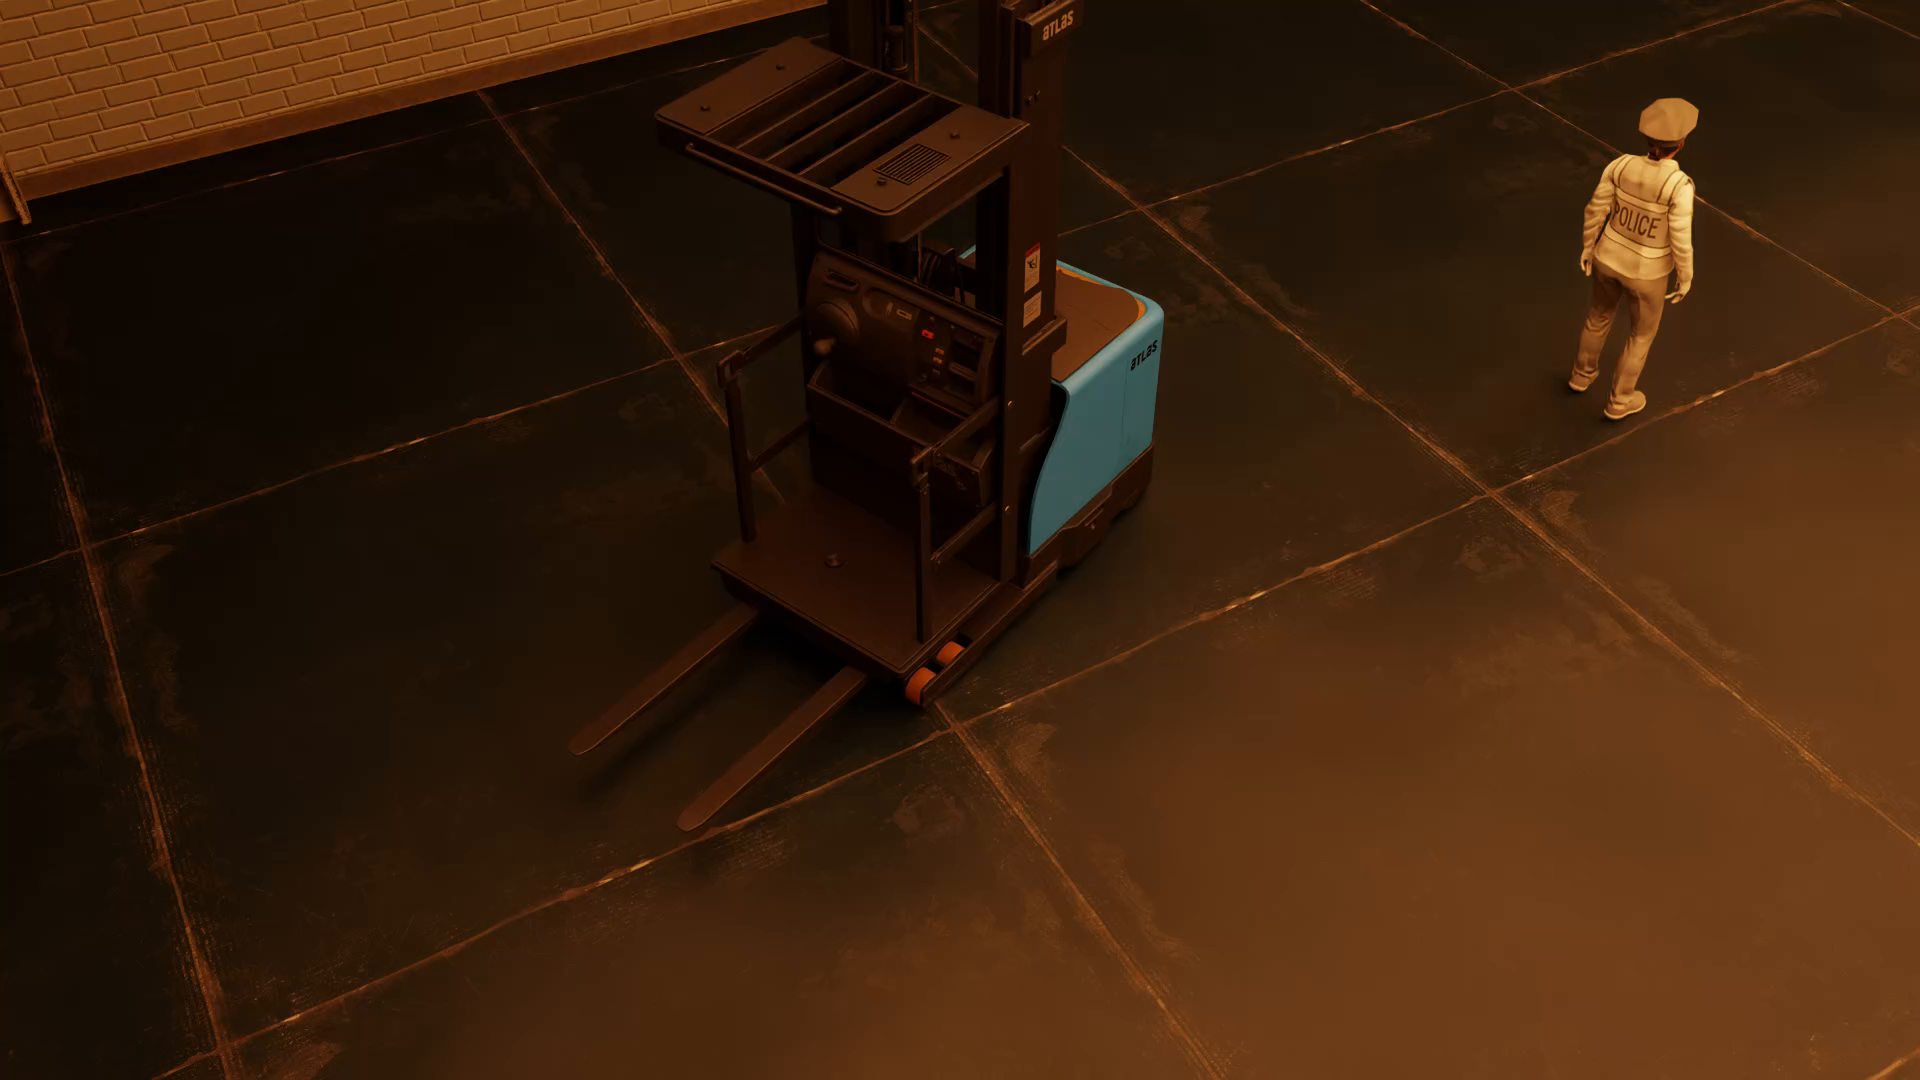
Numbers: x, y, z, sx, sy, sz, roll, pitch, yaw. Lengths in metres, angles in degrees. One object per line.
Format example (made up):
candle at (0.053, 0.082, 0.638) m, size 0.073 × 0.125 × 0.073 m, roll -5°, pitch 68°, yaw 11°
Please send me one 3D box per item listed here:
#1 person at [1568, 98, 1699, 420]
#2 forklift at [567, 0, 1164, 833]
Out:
person at (3.300, -1.352, 8.088) m, size 0.450 × 1.712 × 0.568 m, roll -30°, pitch 50°, yaw -28°
forklift at (-0.375, -0.749, 6.505) m, size 1.130 × 2.935 × 3.031 m, roll 28°, pitch 50°, yaw 27°
